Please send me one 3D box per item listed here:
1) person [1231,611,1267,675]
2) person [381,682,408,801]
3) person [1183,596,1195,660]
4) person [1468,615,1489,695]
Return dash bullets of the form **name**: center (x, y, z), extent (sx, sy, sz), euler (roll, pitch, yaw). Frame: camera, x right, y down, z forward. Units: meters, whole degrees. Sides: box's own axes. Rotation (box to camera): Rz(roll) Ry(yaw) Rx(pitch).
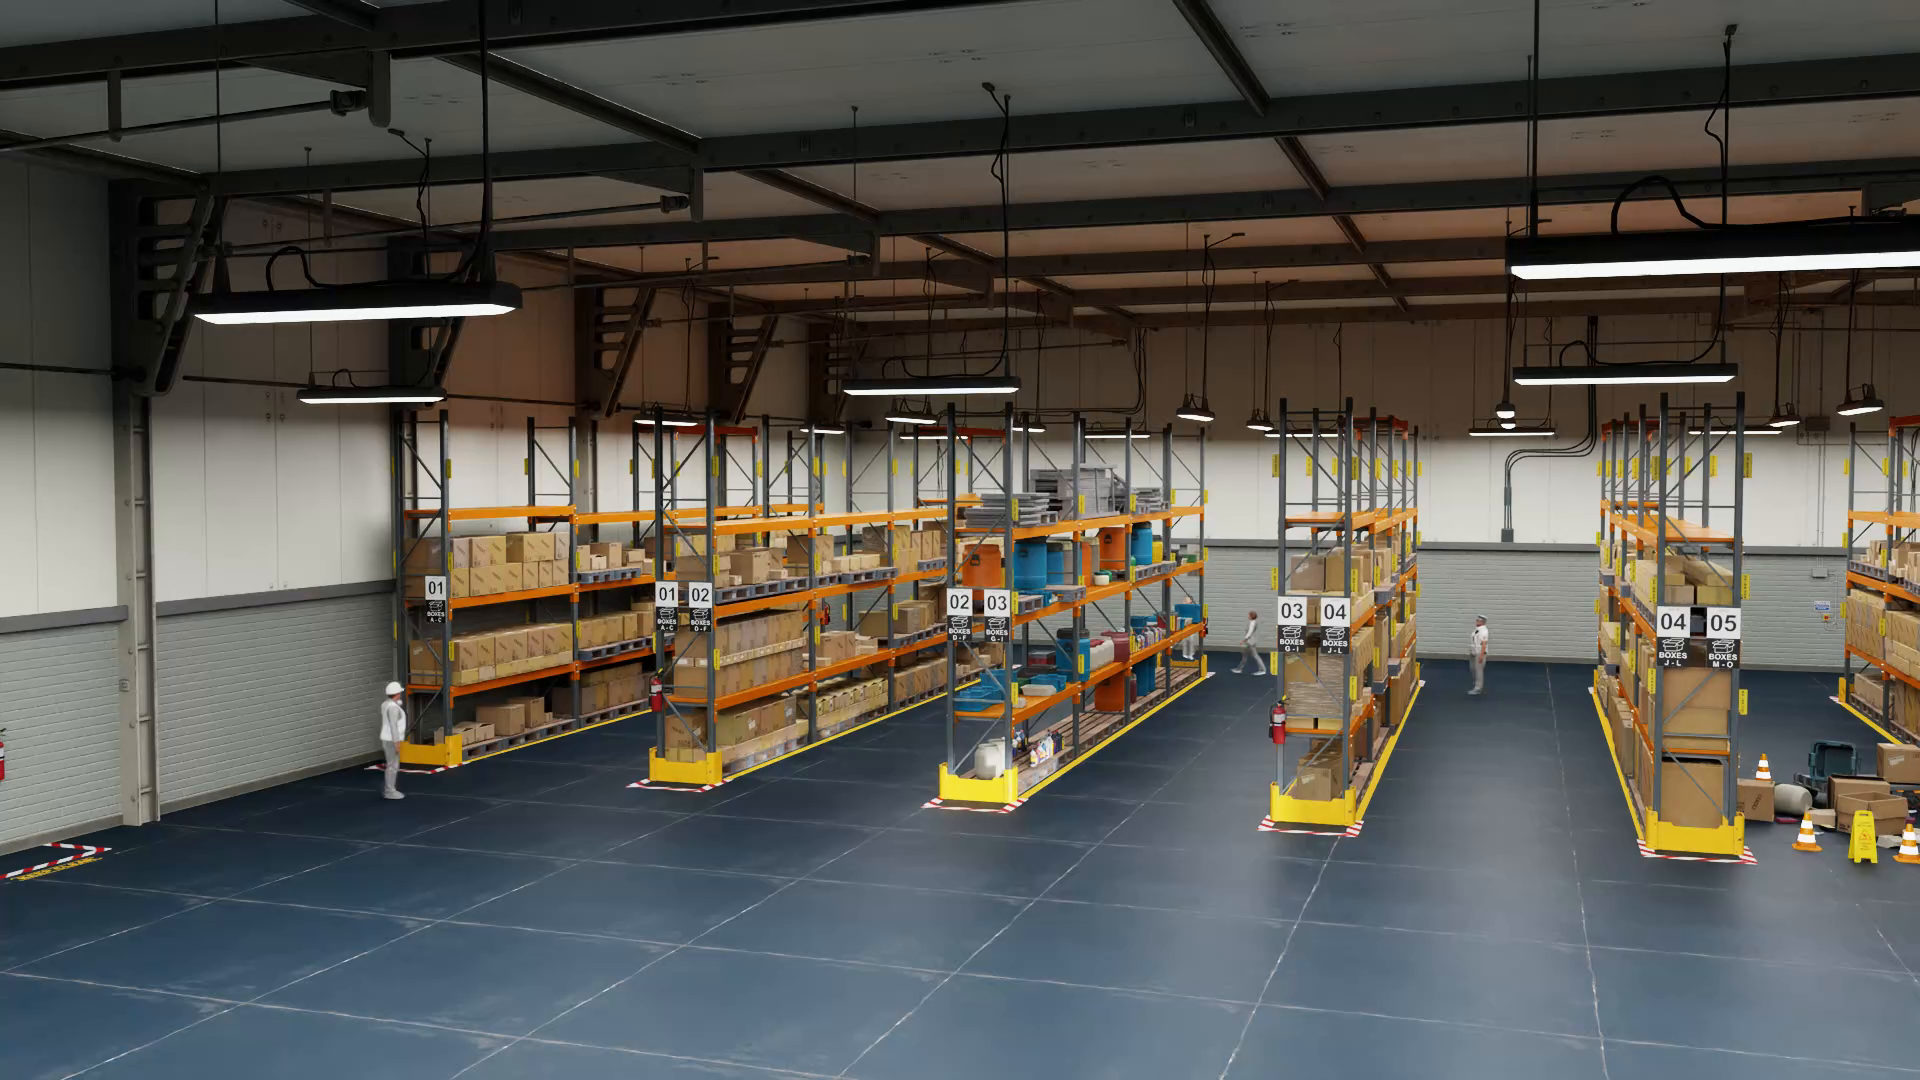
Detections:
- **person**: center (6.981, 2.483, 40.255), extent (0.932, 1.541, 0.486), euler (1, 3, 24)
- **person**: center (-8.566, 3.042, 25.182), extent (0.420, 1.781, 0.588), euler (-1, 3, -16)
- **person**: center (6.046, 2.305, 43.838), extent (0.469, 1.679, 0.509), euler (1, 3, 12)
- **person**: center (11.522, 2.542, 37.056), extent (0.569, 1.773, 0.557), euler (-1, 3, -22)
